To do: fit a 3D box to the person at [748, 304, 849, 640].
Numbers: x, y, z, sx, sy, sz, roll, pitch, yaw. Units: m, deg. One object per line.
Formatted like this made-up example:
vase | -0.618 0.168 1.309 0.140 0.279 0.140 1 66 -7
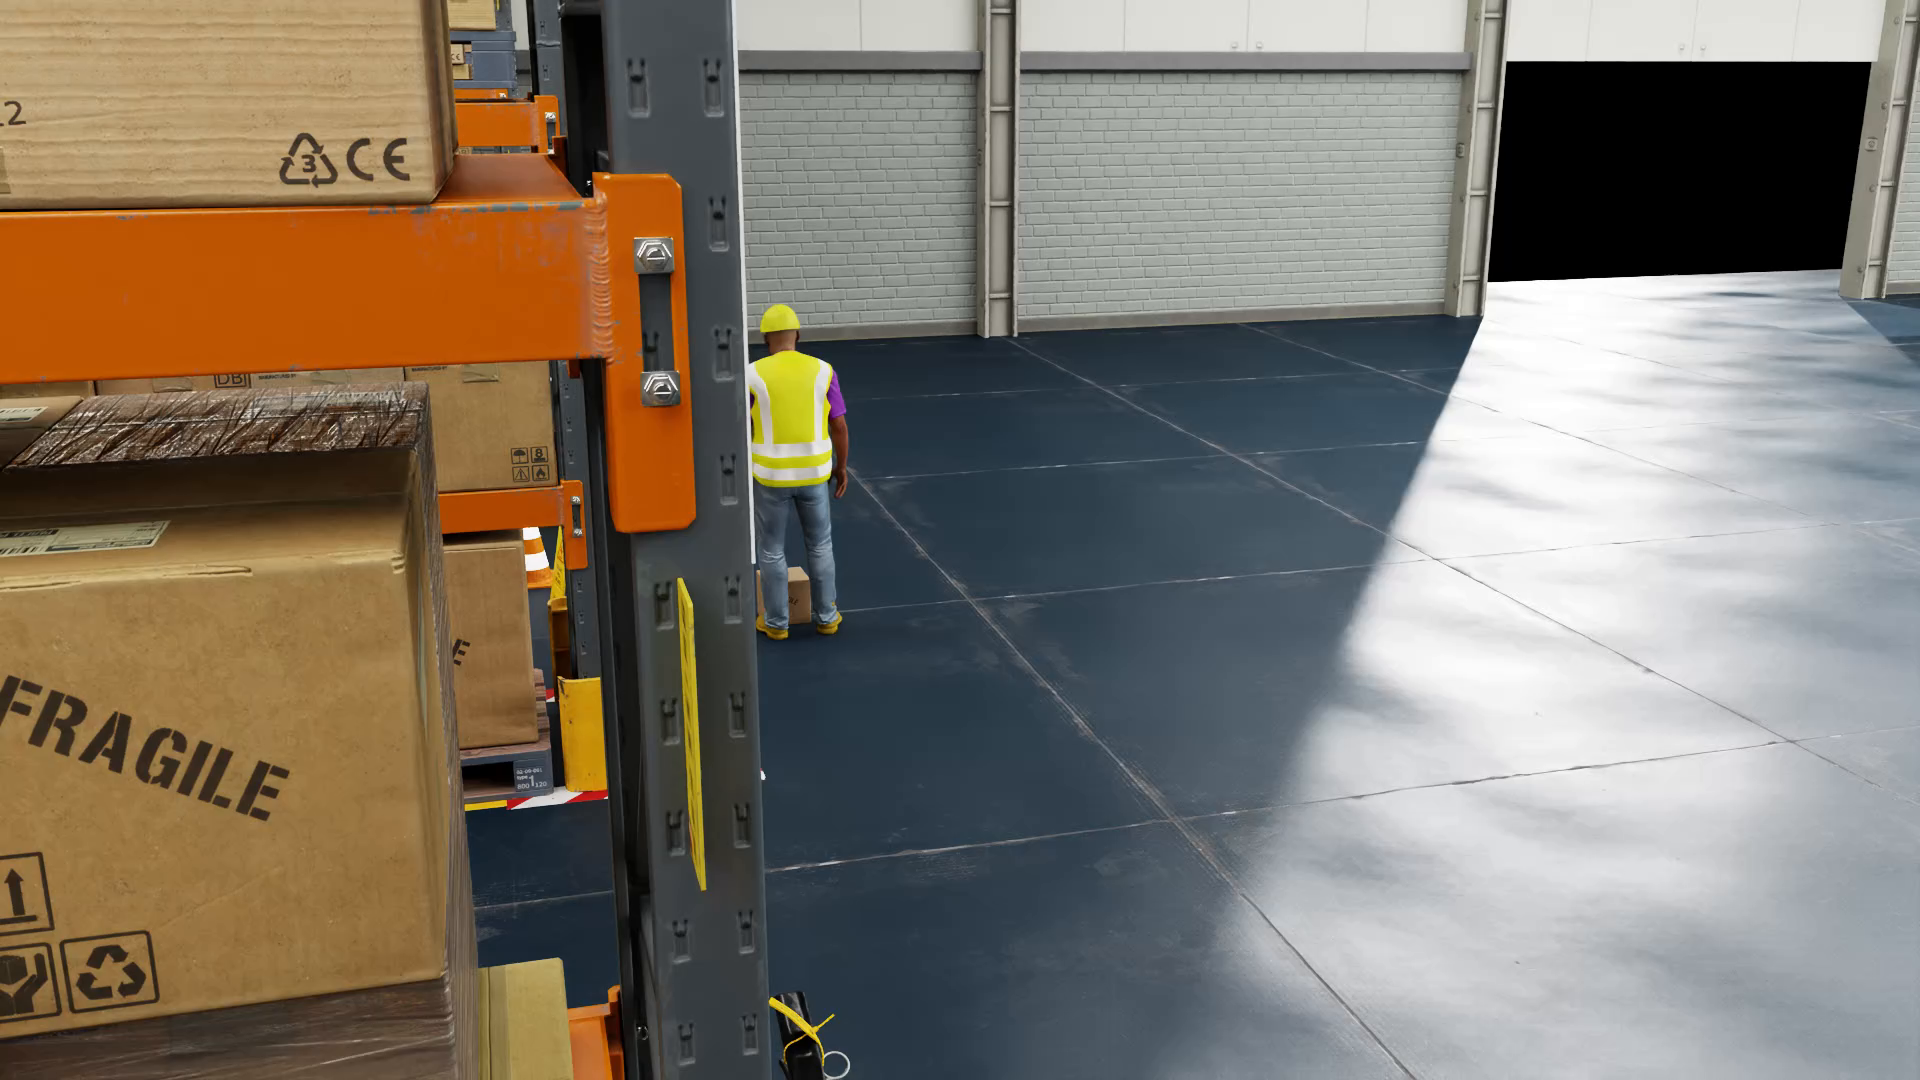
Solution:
person | -0.894 -0.355 8.746 0.627 1.760 0.456 -4 16 -15
